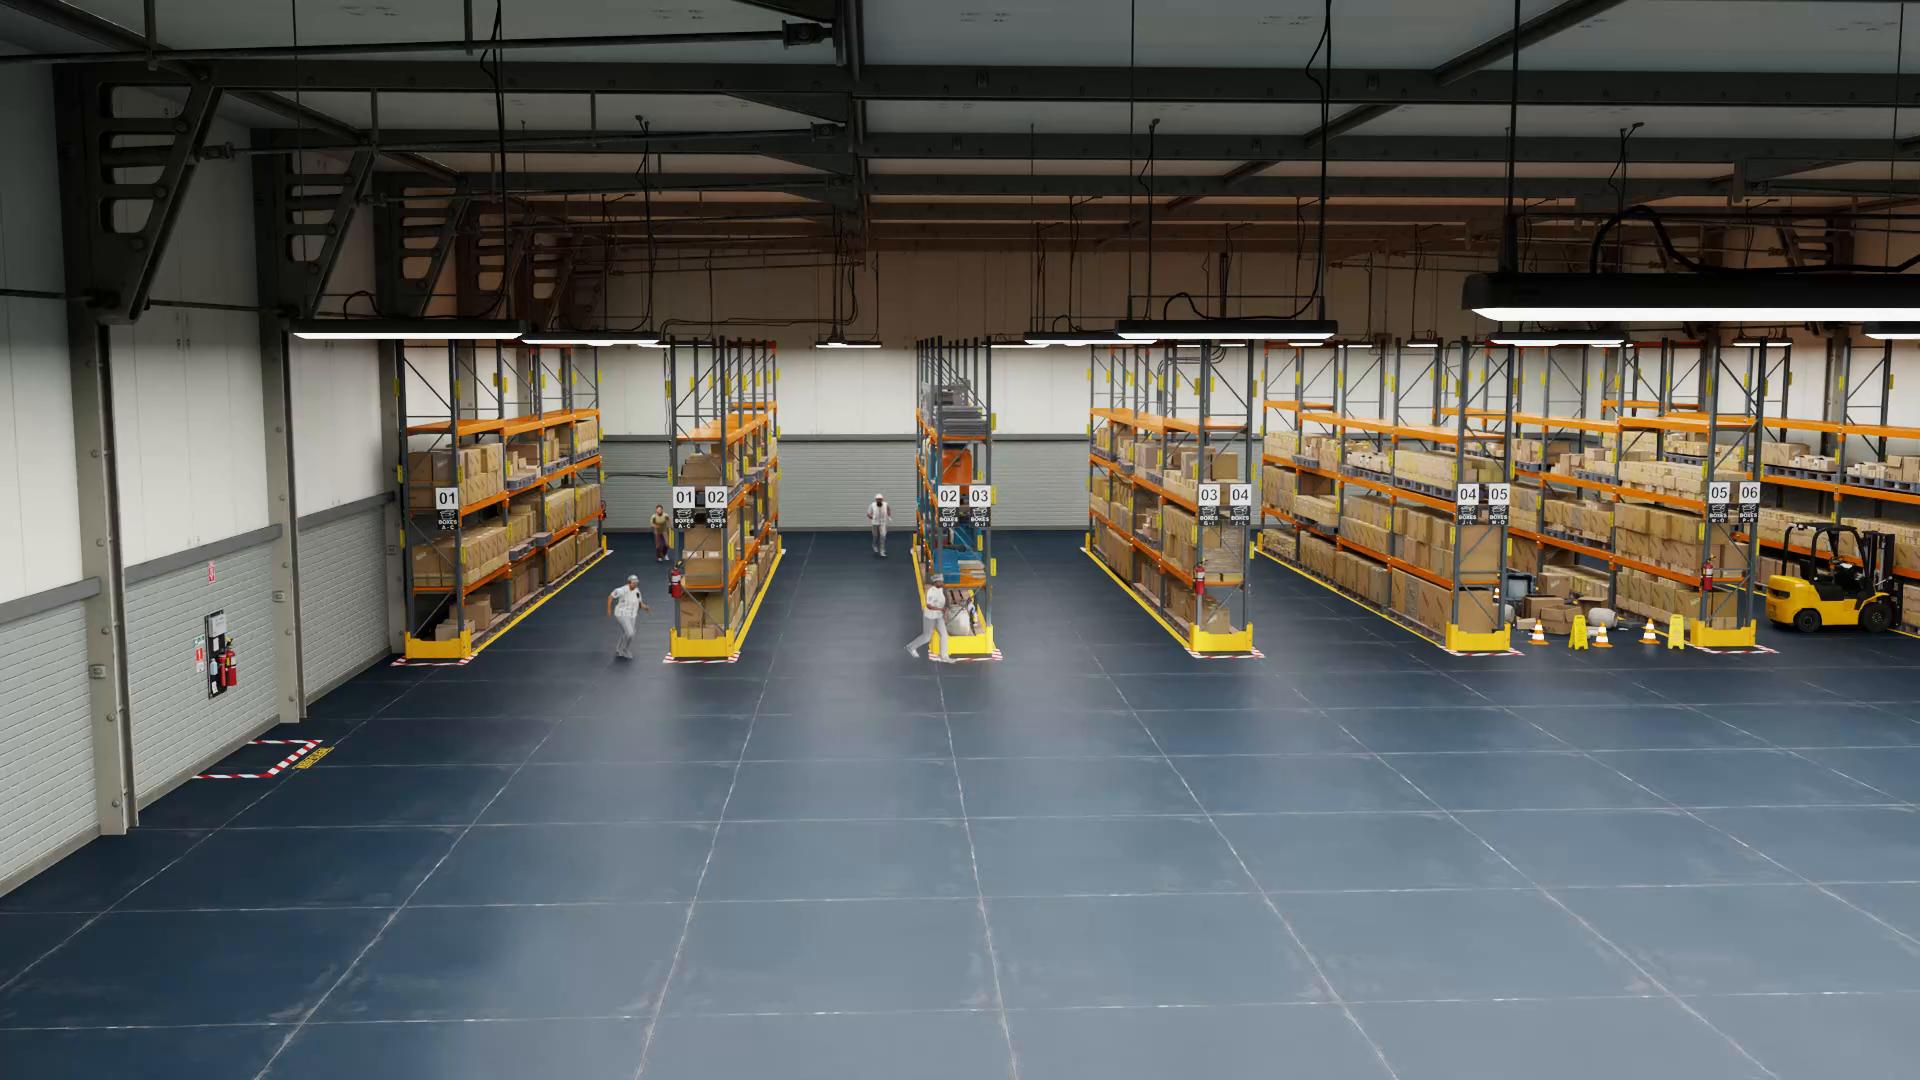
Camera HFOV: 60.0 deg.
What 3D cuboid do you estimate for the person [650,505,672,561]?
[{"bbox_3d":[-8.117,-0.184,45.132,0.588,1.561,0.838,-2,7,-16],"label":"person"}]

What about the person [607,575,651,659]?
[{"bbox_3d":[-6.189,1.433,31.005,0.828,1.591,0.618,6,9,41],"label":"person"}]

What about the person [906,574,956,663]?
[{"bbox_3d":[-0.537,1.425,30.532,0.971,1.657,0.556,4,8,32],"label":"person"}]

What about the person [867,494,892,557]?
[{"bbox_3d":[-2.261,-0.439,46.584,0.710,1.749,0.977,-1,7,-9],"label":"person"}]
